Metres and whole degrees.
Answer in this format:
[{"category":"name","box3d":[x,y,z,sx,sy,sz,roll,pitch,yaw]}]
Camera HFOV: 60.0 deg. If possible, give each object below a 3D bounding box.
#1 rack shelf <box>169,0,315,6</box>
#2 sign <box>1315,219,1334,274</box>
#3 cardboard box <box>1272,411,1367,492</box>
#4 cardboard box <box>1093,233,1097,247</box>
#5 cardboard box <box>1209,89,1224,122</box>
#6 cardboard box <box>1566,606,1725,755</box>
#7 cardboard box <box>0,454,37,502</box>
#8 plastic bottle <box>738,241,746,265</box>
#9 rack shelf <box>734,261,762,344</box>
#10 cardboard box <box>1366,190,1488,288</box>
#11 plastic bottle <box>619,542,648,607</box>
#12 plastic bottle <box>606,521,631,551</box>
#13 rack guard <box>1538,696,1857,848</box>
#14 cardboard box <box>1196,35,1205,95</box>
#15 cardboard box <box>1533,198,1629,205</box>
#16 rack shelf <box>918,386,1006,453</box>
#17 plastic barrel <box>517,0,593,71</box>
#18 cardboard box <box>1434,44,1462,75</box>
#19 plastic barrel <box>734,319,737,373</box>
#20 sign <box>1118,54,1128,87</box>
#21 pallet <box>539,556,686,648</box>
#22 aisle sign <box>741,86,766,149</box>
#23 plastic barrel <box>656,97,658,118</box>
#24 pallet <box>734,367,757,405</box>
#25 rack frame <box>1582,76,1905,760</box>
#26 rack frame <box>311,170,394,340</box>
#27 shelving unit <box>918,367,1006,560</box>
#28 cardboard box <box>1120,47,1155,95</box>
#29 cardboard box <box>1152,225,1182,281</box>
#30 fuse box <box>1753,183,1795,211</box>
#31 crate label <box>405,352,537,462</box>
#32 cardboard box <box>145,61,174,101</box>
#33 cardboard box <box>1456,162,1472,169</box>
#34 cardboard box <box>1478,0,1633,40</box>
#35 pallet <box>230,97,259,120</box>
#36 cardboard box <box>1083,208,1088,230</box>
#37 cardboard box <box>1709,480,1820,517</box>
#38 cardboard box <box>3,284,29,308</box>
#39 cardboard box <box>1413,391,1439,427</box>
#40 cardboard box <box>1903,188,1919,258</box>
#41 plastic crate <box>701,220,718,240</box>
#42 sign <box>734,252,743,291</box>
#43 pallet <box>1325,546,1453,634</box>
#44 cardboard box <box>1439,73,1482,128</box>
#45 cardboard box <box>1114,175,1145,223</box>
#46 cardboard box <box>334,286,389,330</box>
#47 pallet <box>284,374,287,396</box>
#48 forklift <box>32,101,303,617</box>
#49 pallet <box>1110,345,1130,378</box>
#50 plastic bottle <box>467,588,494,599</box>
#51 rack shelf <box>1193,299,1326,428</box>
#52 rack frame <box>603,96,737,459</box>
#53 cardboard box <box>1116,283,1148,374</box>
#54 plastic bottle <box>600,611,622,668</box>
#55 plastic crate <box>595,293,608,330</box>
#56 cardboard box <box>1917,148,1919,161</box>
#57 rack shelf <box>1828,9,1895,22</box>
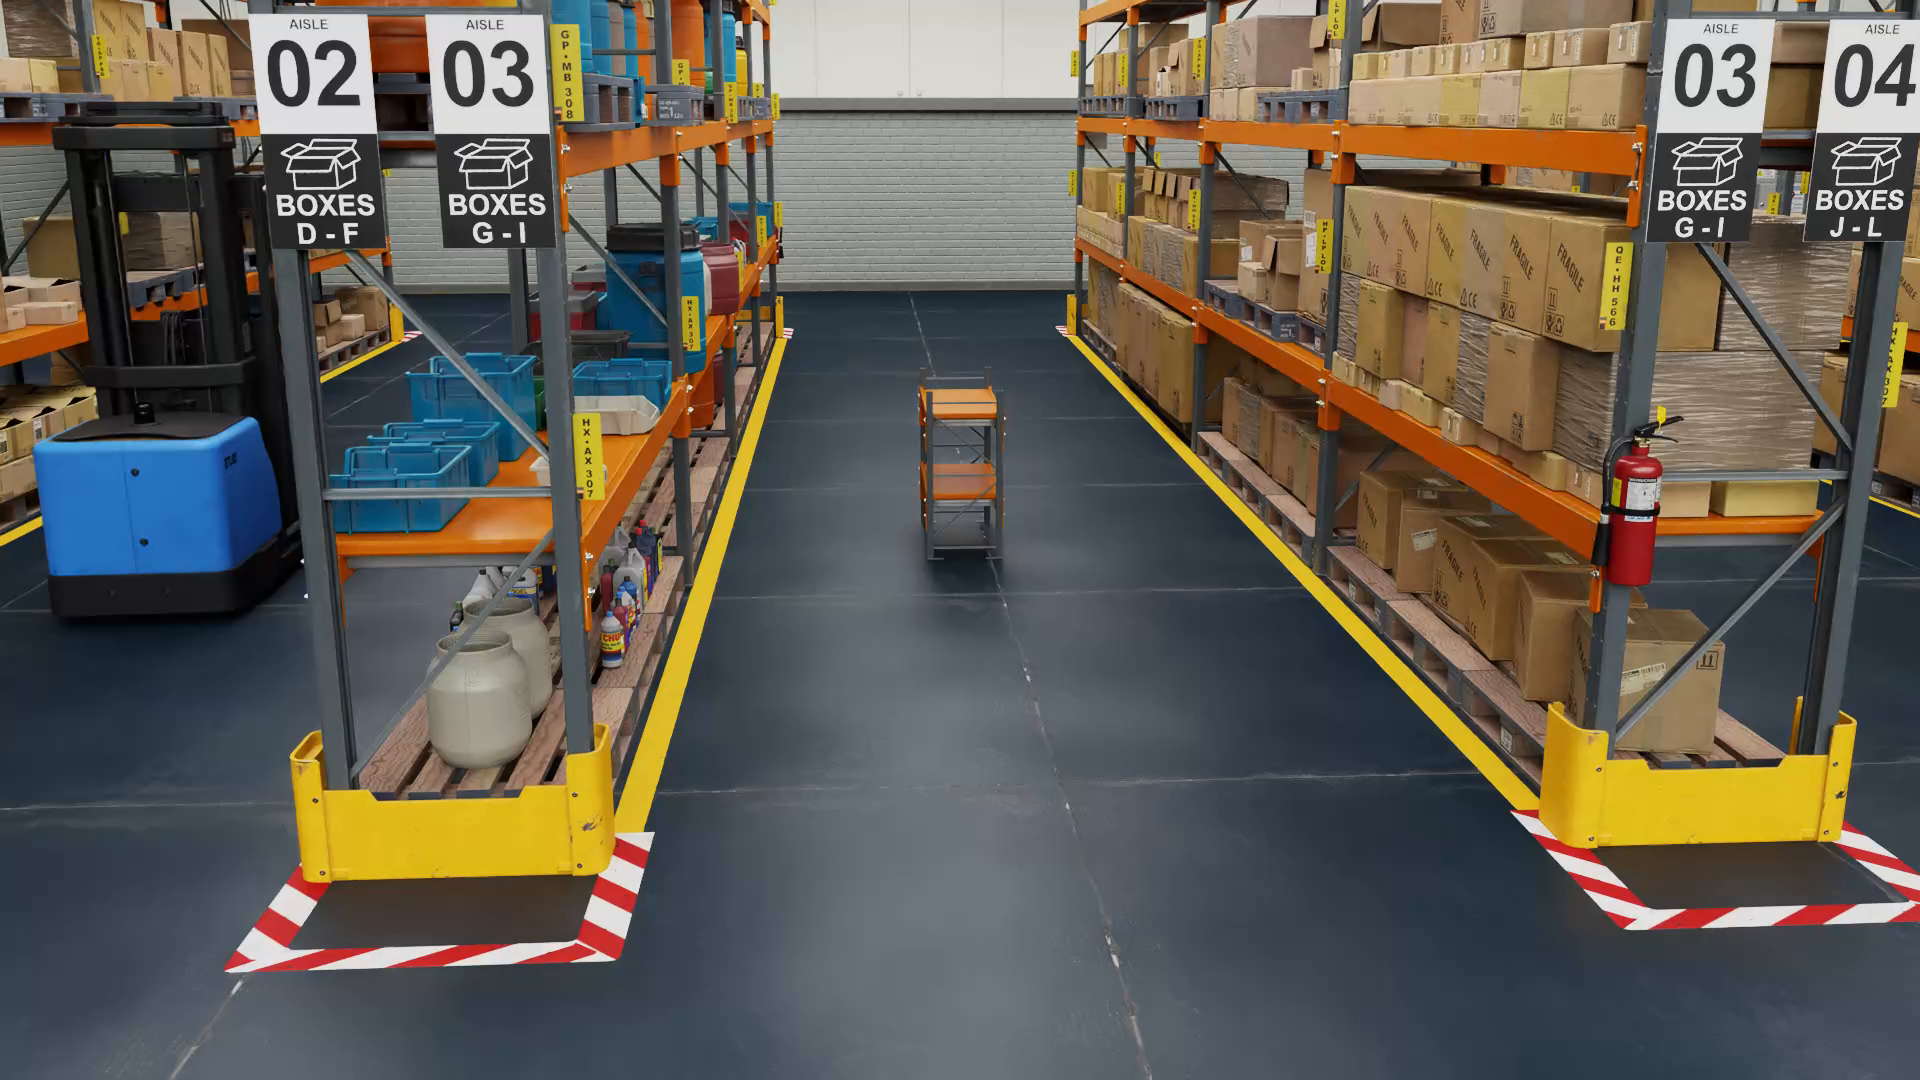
[{"category":"rack shelf","box3d":[-7.733,-6.128,18.735,1.077,0.370,4.000,-1,14,-3]},{"category":"sign","box3d":[2.220,-1.789,10.136,0.100,0.325,0.005,-1,14,-3]},{"category":"cardboard box","box3d":[2.712,-0.651,12.172,0.700,0.500,0.500,-2,15,-8]},{"category":"cardboard box","box3d":[1.820,-3.625,20.098,0.380,0.149,0.250,-1,14,-5]},{"category":"cardboard box","box3d":[2.301,-3.492,13.359,0.500,0.250,0.500,-1,14,-2]},{"category":"cardboard box","box3d":[3.000,0.609,7.315,0.500,0.500,0.500,2,15,7]},{"category":"cardboard box","box3d":[-6.987,-0.444,11.908,0.500,0.250,0.500,-1,14,-2]},{"category":"plastic bottle","box3d":[-2.318,-2.998,17.407,0.152,0.276,0.135,-1,14,-3]},{"category":"rack shelf","box3d":[-2.541,-2.305,15.909,1.077,0.370,4.000,-1,14,-3]},{"category":"cardboard box","box3d":[2.581,-1.674,9.210,0.500,0.500,0.500,-1,14,-3]},{"category":"plastic bottle","box3d":[-1.810,0.192,9.192,0.144,0.351,0.185,-1,14,-4]},{"category":"plastic bottle","box3d":[-1.986,0.066,9.681,0.144,0.351,0.185,-1,14,-3]},{"category":"rack guard","box3d":[3.017,0.949,6.836,1.175,0.500,0.348,-1,14,-3]},{"category":"cardboard box","box3d":[2.416,-4.089,14.330,0.797,0.503,0.637,0,14,0]},{"category":"cardboard box","box3d":[3.166,-1.434,8.275,0.500,0.500,0.500,-1,14,-3]},{"category":"rack shelf","box3d":[0.000,-0.830,11.320,0.538,0.278,1.000,-1,14,-3]},{"category":"plastic barrel","box3d":[-2.215,-2.811,8.563,0.600,0.901,0.708,-1,14,-3]},{"category":"cardboard box","box3d":[2.605,-2.402,8.322,0.380,0.149,0.250,-1,14,-5]},{"category":"plastic barrel","box3d":[-2.648,-2.202,17.435,0.600,0.901,0.708,-1,14,-3]},{"category":"sign","box3d":[1.724,-4.960,17.567,0.100,0.325,0.005,-1,14,-3]},{"category":"pallet","box3d":[-2.170,0.357,9.716,1.003,0.211,1.213,-1,14,-3]},{"category":"aisle sign","box3d":[-2.625,-5.427,21.382,0.394,0.787,0.004,-1,14,-3]},{"category":"plastic barrel","box3d":[-2.106,-3.229,12.315,0.301,0.262,0.301,0,14,0]},{"category":"pallet","box3d":[-2.659,-1.608,17.352,1.003,0.211,1.213,-1,14,-3]},{"category":"rack frame","box3d":[3.022,-0.243,6.451,1.000,3.000,0.127,-1,14,-3]},{"category":"rack frame","box3d":[-7.857,-4.070,21.326,1.000,3.000,0.127,-1,14,-3]},{"category":"shelving unit","box3d":[0.000,-0.546,11.393,0.538,1.125,1.048,-1,14,-3]},{"category":"cardboard box","box3d":[2.170,-5.174,18.352,0.700,0.500,0.500,-2,15,-7]},{"category":"cardboard box","box3d":[2.157,-2.780,16.109,0.500,0.500,0.500,-1,14,-2]},{"category":"fuse box","box3d":[13.654,-5.149,28.106,0.539,1.711,0.414,-1,14,-3]},{"category":"crate label","box3d":[-2.306,-0.637,7.912,0.502,0.435,0.616,-1,14,-3]},{"category":"cardboard box","box3d":[-7.486,-3.946,14.622,0.910,0.500,0.500,-1,14,-3]},{"category":"cardboard box","box3d":[6.750,-4.835,21.492,0.500,0.500,0.500,-1,14,-4]},{"category":"cardboard box","box3d":[2.673,-2.512,7.448,0.500,0.500,0.500,-1,14,-3]},{"category":"pallet","box3d":[-7.639,-4.274,16.474,1.213,0.211,1.003,-1,14,-3]},{"category":"cardboard box","box3d":[1.829,-4.041,20.916,0.500,0.250,0.500,-1,14,-4]},{"category":"cardboard box","box3d":[3.242,-0.196,6.772,0.380,0.149,0.250,-1,14,-3]},{"category":"cardboard box","box3d":[-7.499,-1.812,12.728,0.500,0.311,0.500,-1,14,-4]},{"category":"cardboard box","box3d":[2.593,-0.685,8.674,0.380,0.149,0.250,-1,14,-3]},{"category":"cardboard box","box3d":[7.567,-2.452,12.827,0.700,0.500,0.500,-1,14,-4]},{"category":"plastic crate","box3d":[-3.186,-3.863,20.738,0.416,0.233,0.300,-1,14,-3]},{"category":"sign","box3d":[-1.869,-2.245,13.906,0.100,0.325,0.005,-1,14,-3]},{"category":"pallet","box3d":[2.851,0.279,10.018,1.003,0.211,1.213,-1,14,-3]},{"category":"cardboard box","box3d":[2.645,-2.116,8.011,0.500,0.250,0.500,-1,14,-4]},{"category":"cardboard box","box3d":[1.983,-3.772,18.366,0.500,0.500,0.500,0,14,-2]},{"category":"cardboard box","box3d":[-7.578,-2.941,21.071,0.500,0.500,0.500,-1,14,-3]},{"category":"pallet","box3d":[-7.521,-1.523,17.023,1.003,0.211,1.213,-1,14,-3]},{"category":"forklift","box3d":[-4.869,-1.296,10.680,1.130,2.935,3.031,-2,15,-6]},{"category":"pallet","box3d":[2.309,-2.067,19.137,1.003,0.211,1.213,-1,14,-3]},{"category":"plastic bottle","box3d":[-2.470,0.392,8.567,0.152,0.276,0.135,-1,14,-5]},{"category":"rack shelf","box3d":[2.650,-1.387,12.340,1.077,0.370,4.000,-1,14,-3]},{"category":"rack frame","box3d":[-2.417,-2.156,13.886,1.000,3.000,0.127,-1,14,-3]},{"category":"cardboard box","box3d":[2.338,-2.243,17.645,1.225,0.875,0.875,-1,14,-3]},{"category":"plastic bottle","box3d":[-1.723,0.486,8.210,0.097,0.271,0.097,0,14,0]},{"category":"plastic crate","box3d":[-2.548,-1.423,11.070,0.392,0.384,0.575,-1,14,-3]},{"category":"cardboard box","box3d":[11.786,-4.679,20.181,0.380,0.149,0.250,-1,14,-3]},{"category":"rack shelf","box3d":[12.045,-6.241,19.970,1.077,0.370,4.000,-1,14,-3]}]
